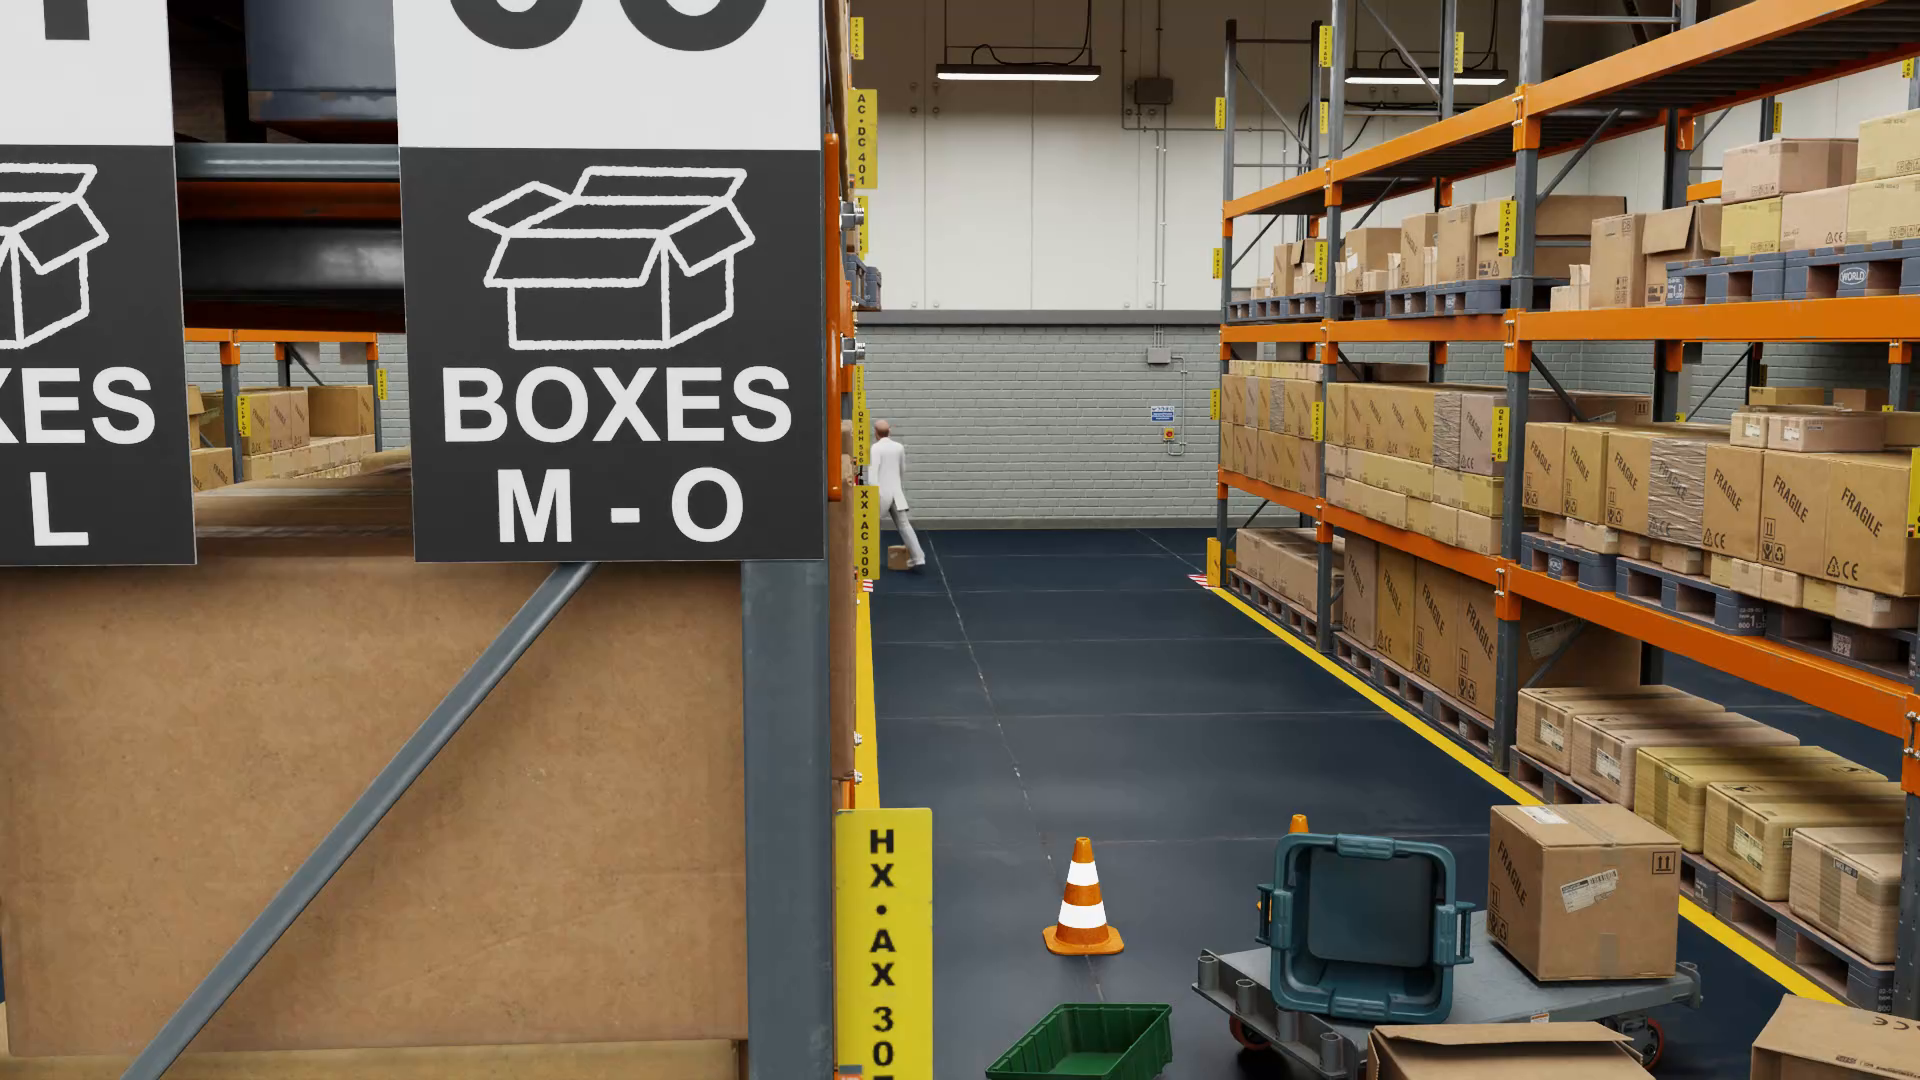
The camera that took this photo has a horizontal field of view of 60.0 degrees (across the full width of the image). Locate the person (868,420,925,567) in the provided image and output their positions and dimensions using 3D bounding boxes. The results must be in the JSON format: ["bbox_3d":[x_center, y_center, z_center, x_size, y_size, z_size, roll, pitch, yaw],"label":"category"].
[{"bbox_3d":[-0.878,-0.531,19.300,0.696,1.729,1.133,-6,9,-40],"label":"person"}]
